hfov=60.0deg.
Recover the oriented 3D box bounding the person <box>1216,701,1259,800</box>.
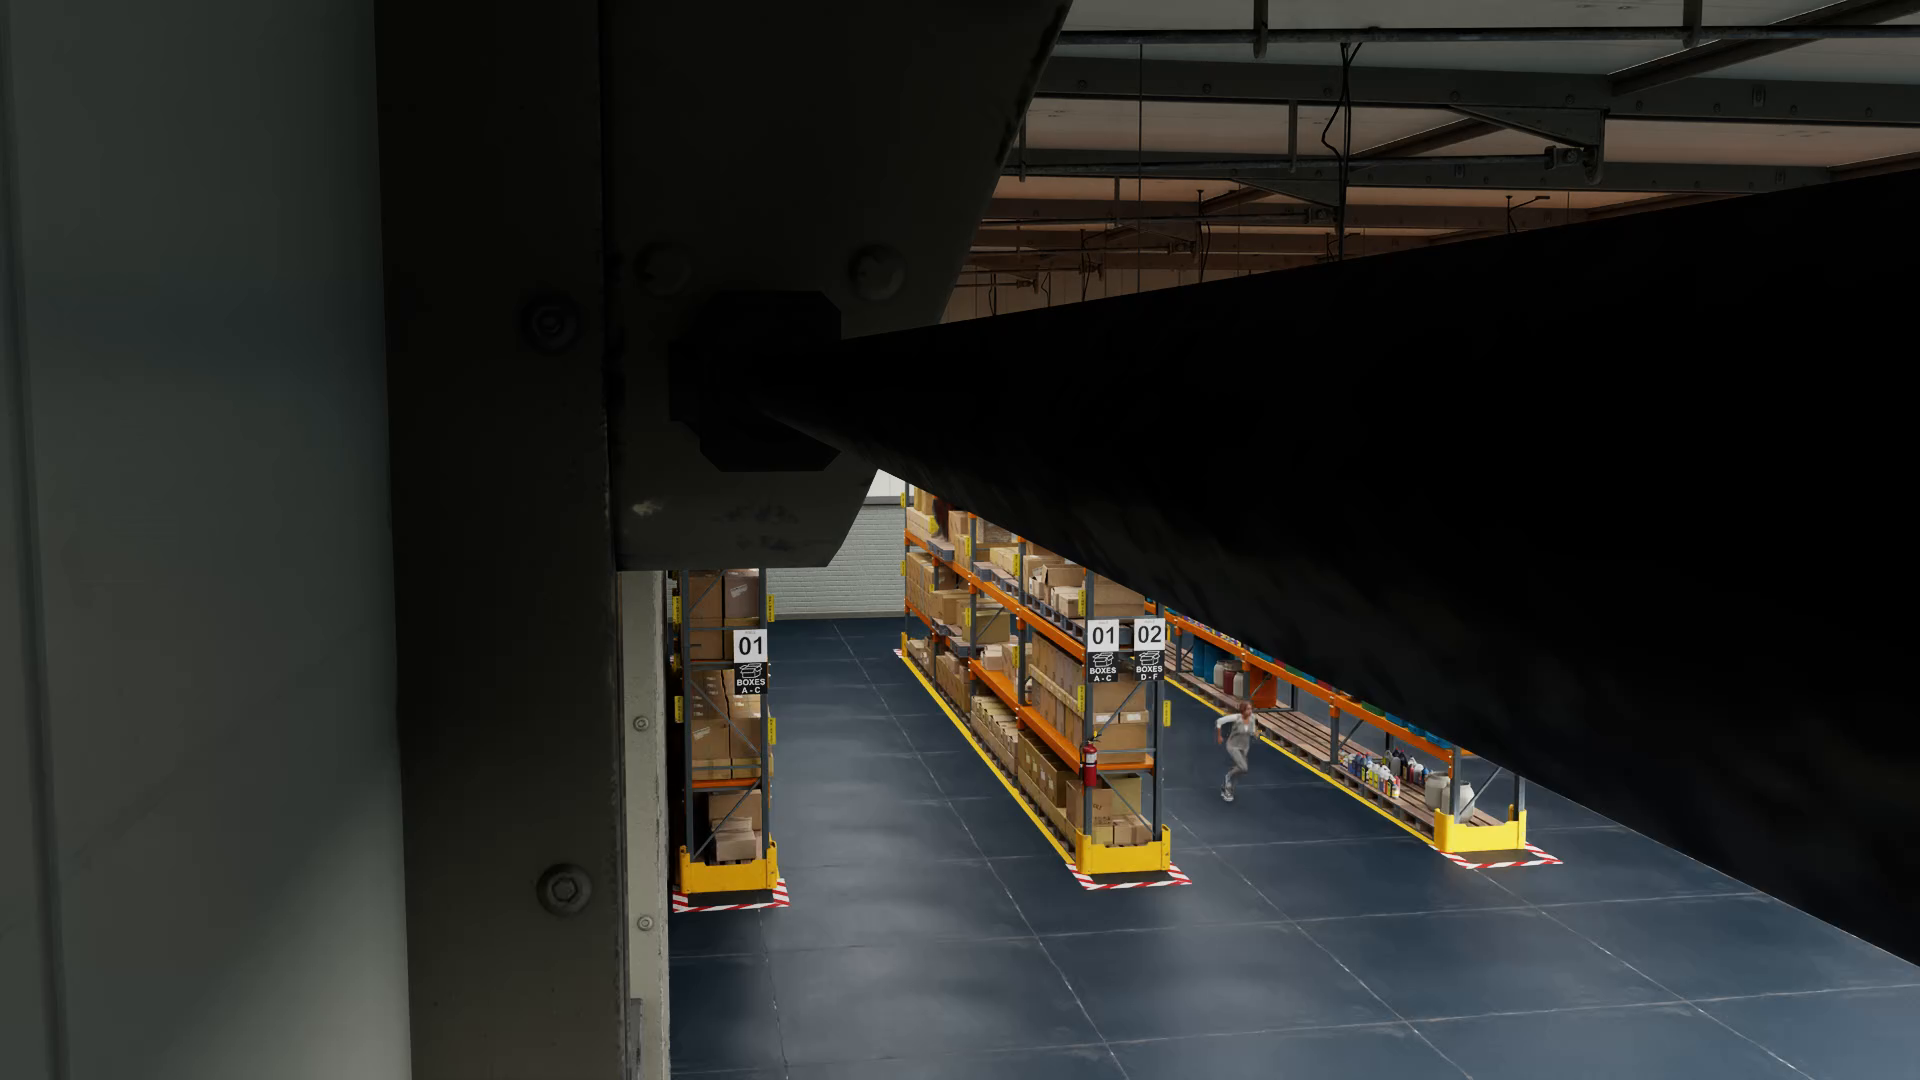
[{"bbox_3d":[4.052,3.065,24.174,0.524,1.524,0.743,-4,7,-31],"label":"person"}]
